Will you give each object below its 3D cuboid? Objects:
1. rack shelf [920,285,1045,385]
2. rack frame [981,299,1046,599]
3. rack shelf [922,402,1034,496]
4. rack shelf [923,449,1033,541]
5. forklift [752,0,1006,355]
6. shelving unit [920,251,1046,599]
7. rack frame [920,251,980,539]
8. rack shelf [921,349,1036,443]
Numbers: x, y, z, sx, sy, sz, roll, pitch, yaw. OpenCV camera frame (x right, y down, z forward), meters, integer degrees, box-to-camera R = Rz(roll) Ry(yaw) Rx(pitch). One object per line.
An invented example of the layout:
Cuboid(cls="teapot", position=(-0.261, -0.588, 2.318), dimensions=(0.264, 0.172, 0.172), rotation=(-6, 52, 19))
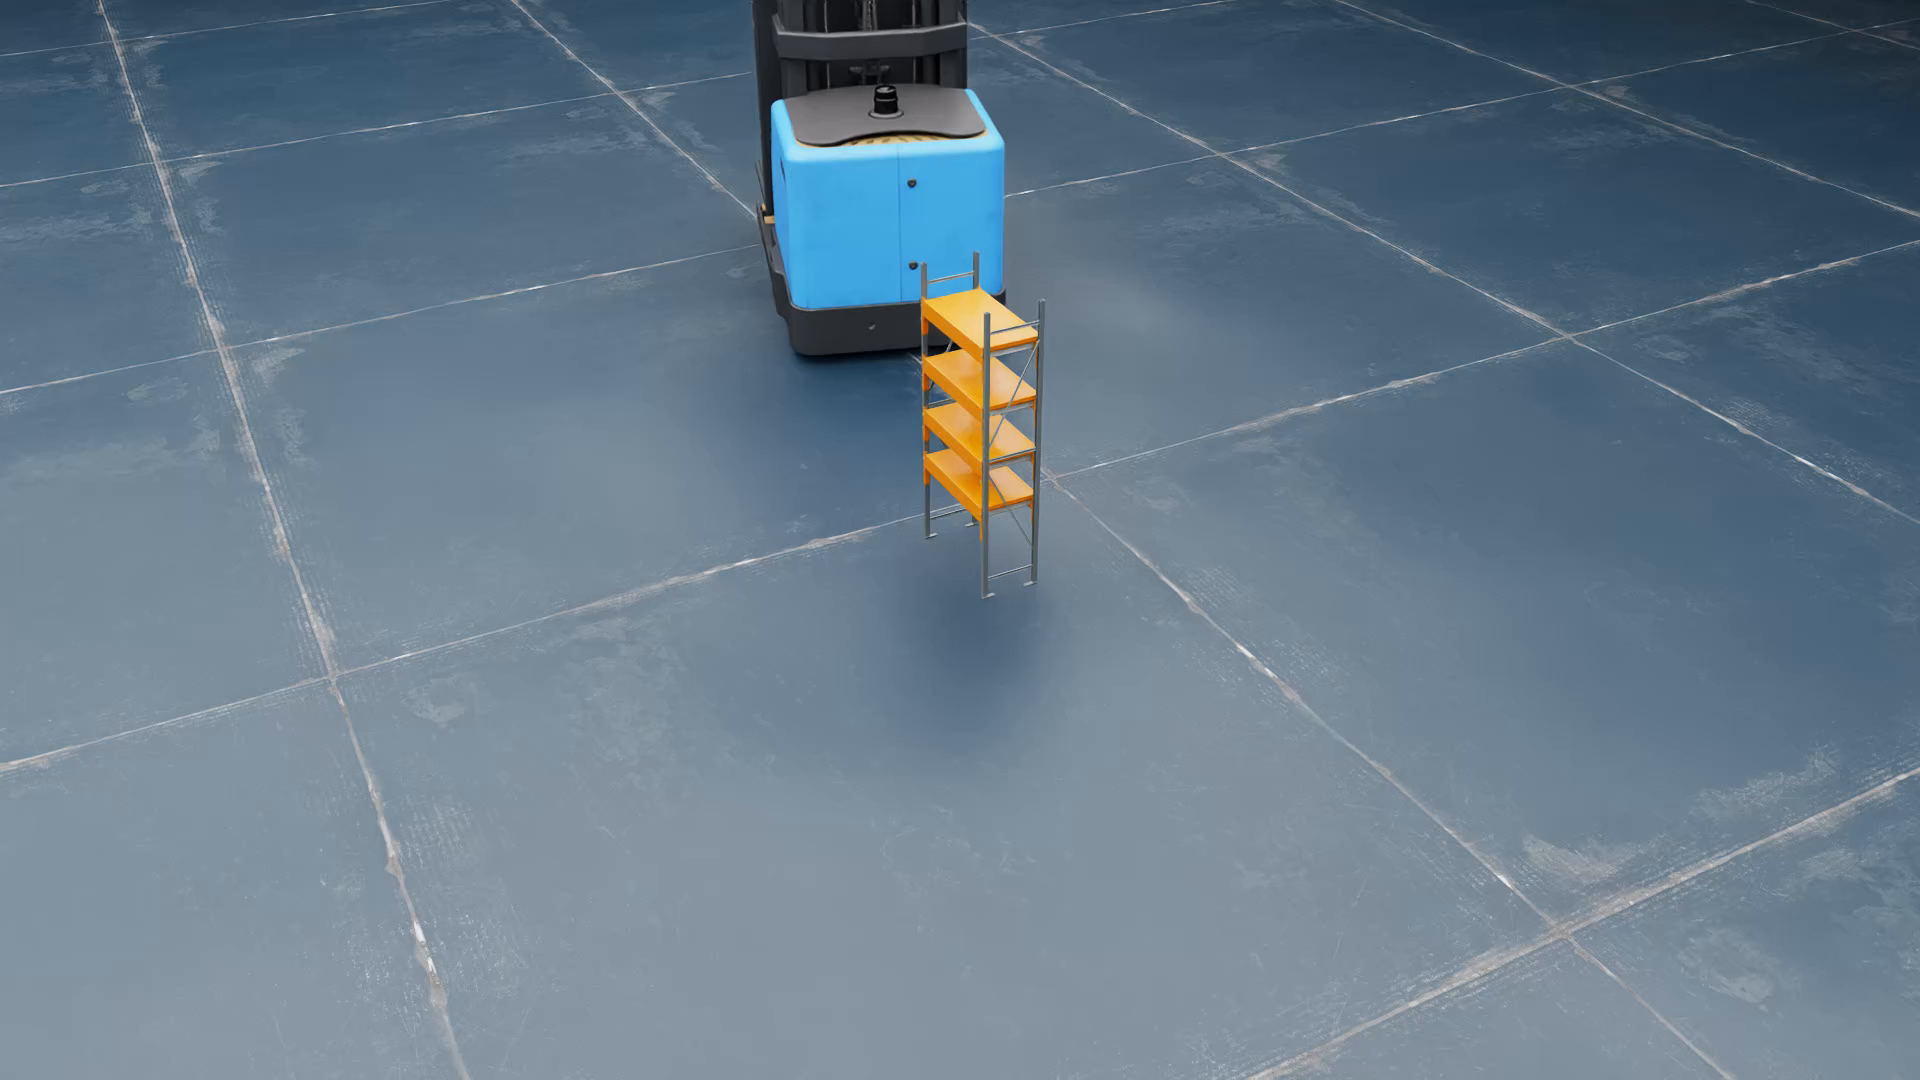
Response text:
Cuboid(cls="rack shelf", position=(0.077, -0.757, 6.091), dimensions=(0.258, 0.148, 0.480), rotation=(-16, 36, -23))
Cuboid(cls="rack frame", position=(0.191, -0.310, 6.121), dimensions=(0.240, 1.200, 0.015), rotation=(-16, 36, -23))
Cuboid(cls="rack shelf", position=(0.077, -0.370, 6.339), dimensions=(0.258, 0.148, 0.480), rotation=(-16, 36, -23))
Cuboid(cls="rack shelf", position=(0.077, -0.202, 6.446), dimensions=(0.258, 0.148, 0.480), rotation=(-16, 36, -23))
Cuboid(cls="forklift", position=(-0.549, -2.906, 8.569), dimensions=(1.130, 2.935, 3.031), rotation=(-6, 33, -9))
Cuboid(cls="shelving unit", position=(0.077, -0.426, 6.303), dimensions=(0.258, 1.200, 0.503), rotation=(-16, 36, -23))
Cuboid(cls="rack frame", position=(-0.037, -0.543, 6.485), dimensions=(0.240, 1.200, 0.015), rotation=(-16, 36, -23))
Cuboid(cls="rack shelf", position=(0.077, -0.558, 6.219), dimensions=(0.258, 0.148, 0.480), rotation=(-16, 36, -23))
